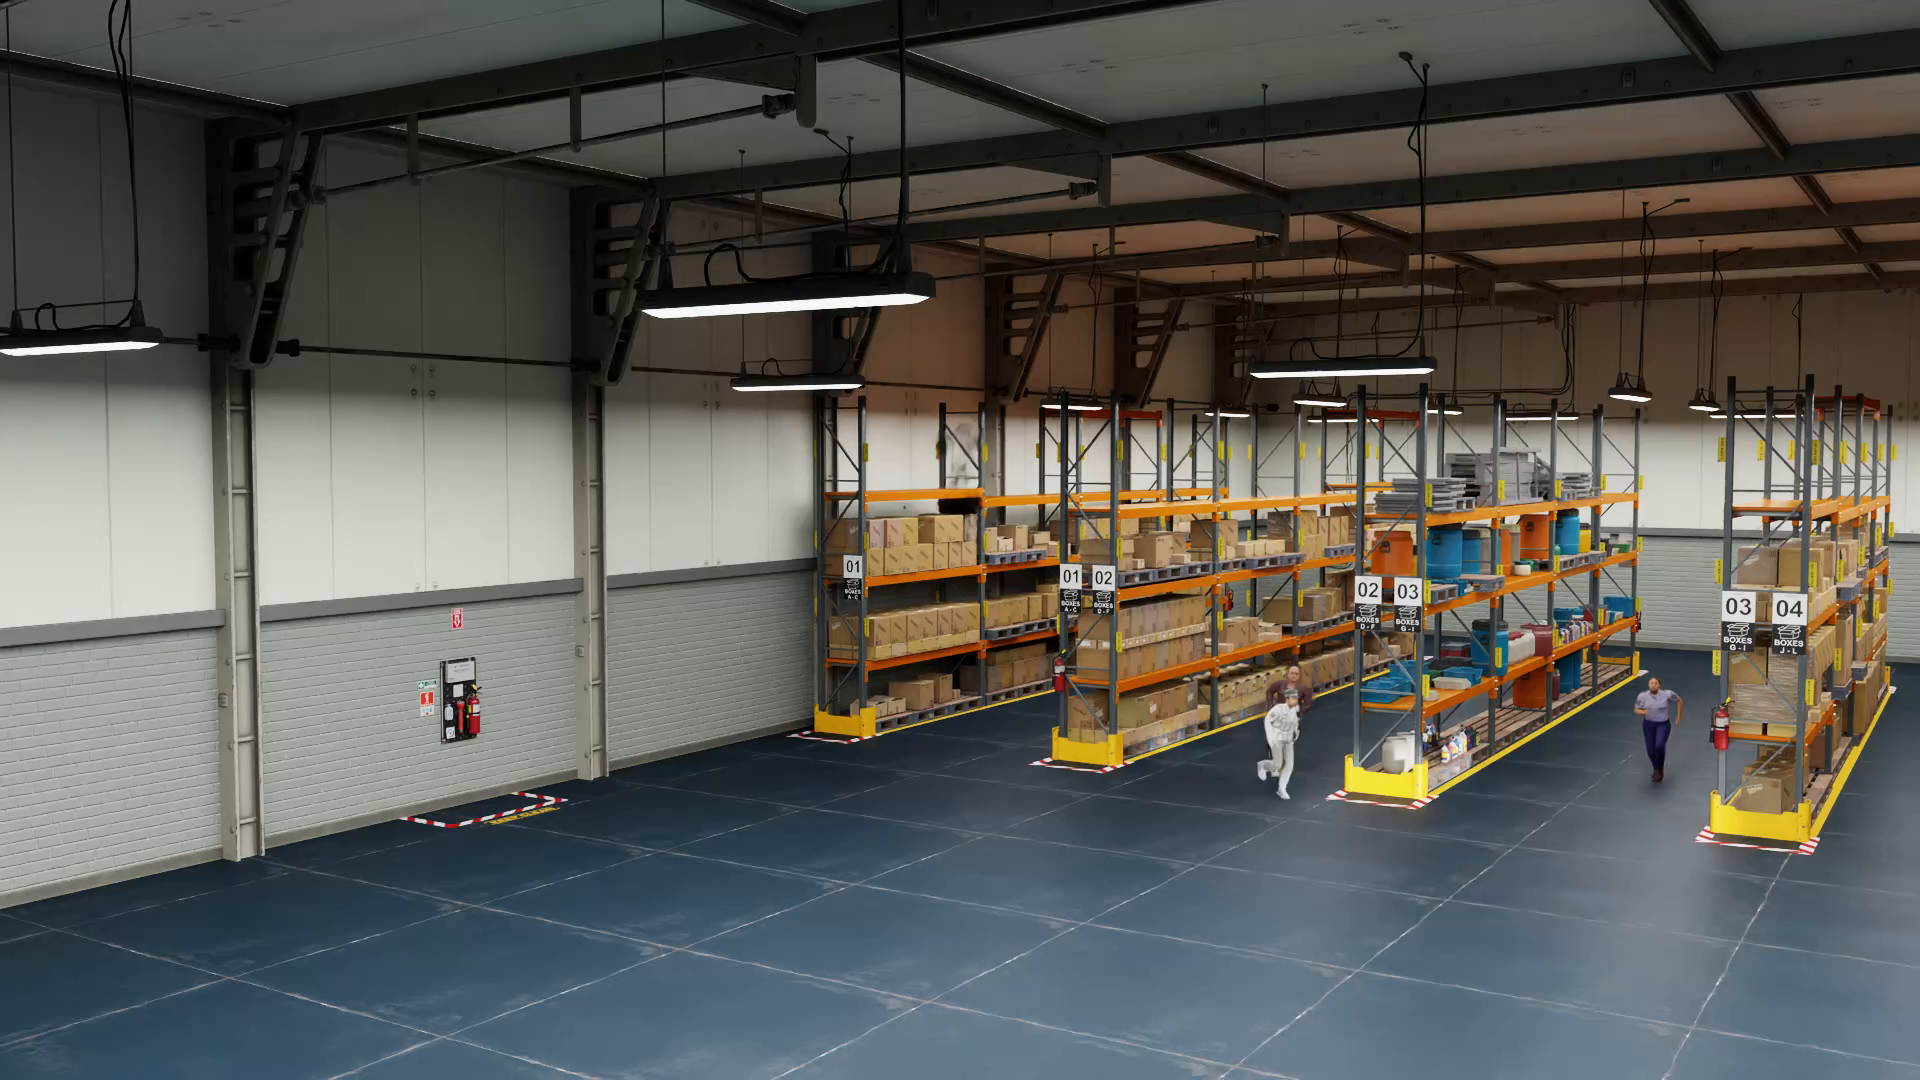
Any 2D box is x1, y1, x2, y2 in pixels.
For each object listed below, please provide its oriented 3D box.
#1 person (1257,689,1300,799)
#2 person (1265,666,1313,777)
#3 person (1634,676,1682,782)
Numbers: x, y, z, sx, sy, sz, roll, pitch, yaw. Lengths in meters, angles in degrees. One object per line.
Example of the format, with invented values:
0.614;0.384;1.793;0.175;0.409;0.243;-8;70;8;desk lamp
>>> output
4.669;2.944;24.355;0.618;1.633;0.831;-2;4;-32;person
5.054;2.800;25.586;0.728;1.728;0.612;1;3;13;person
10.564;2.855;25.195;0.635;1.605;0.768;2;4;31;person
